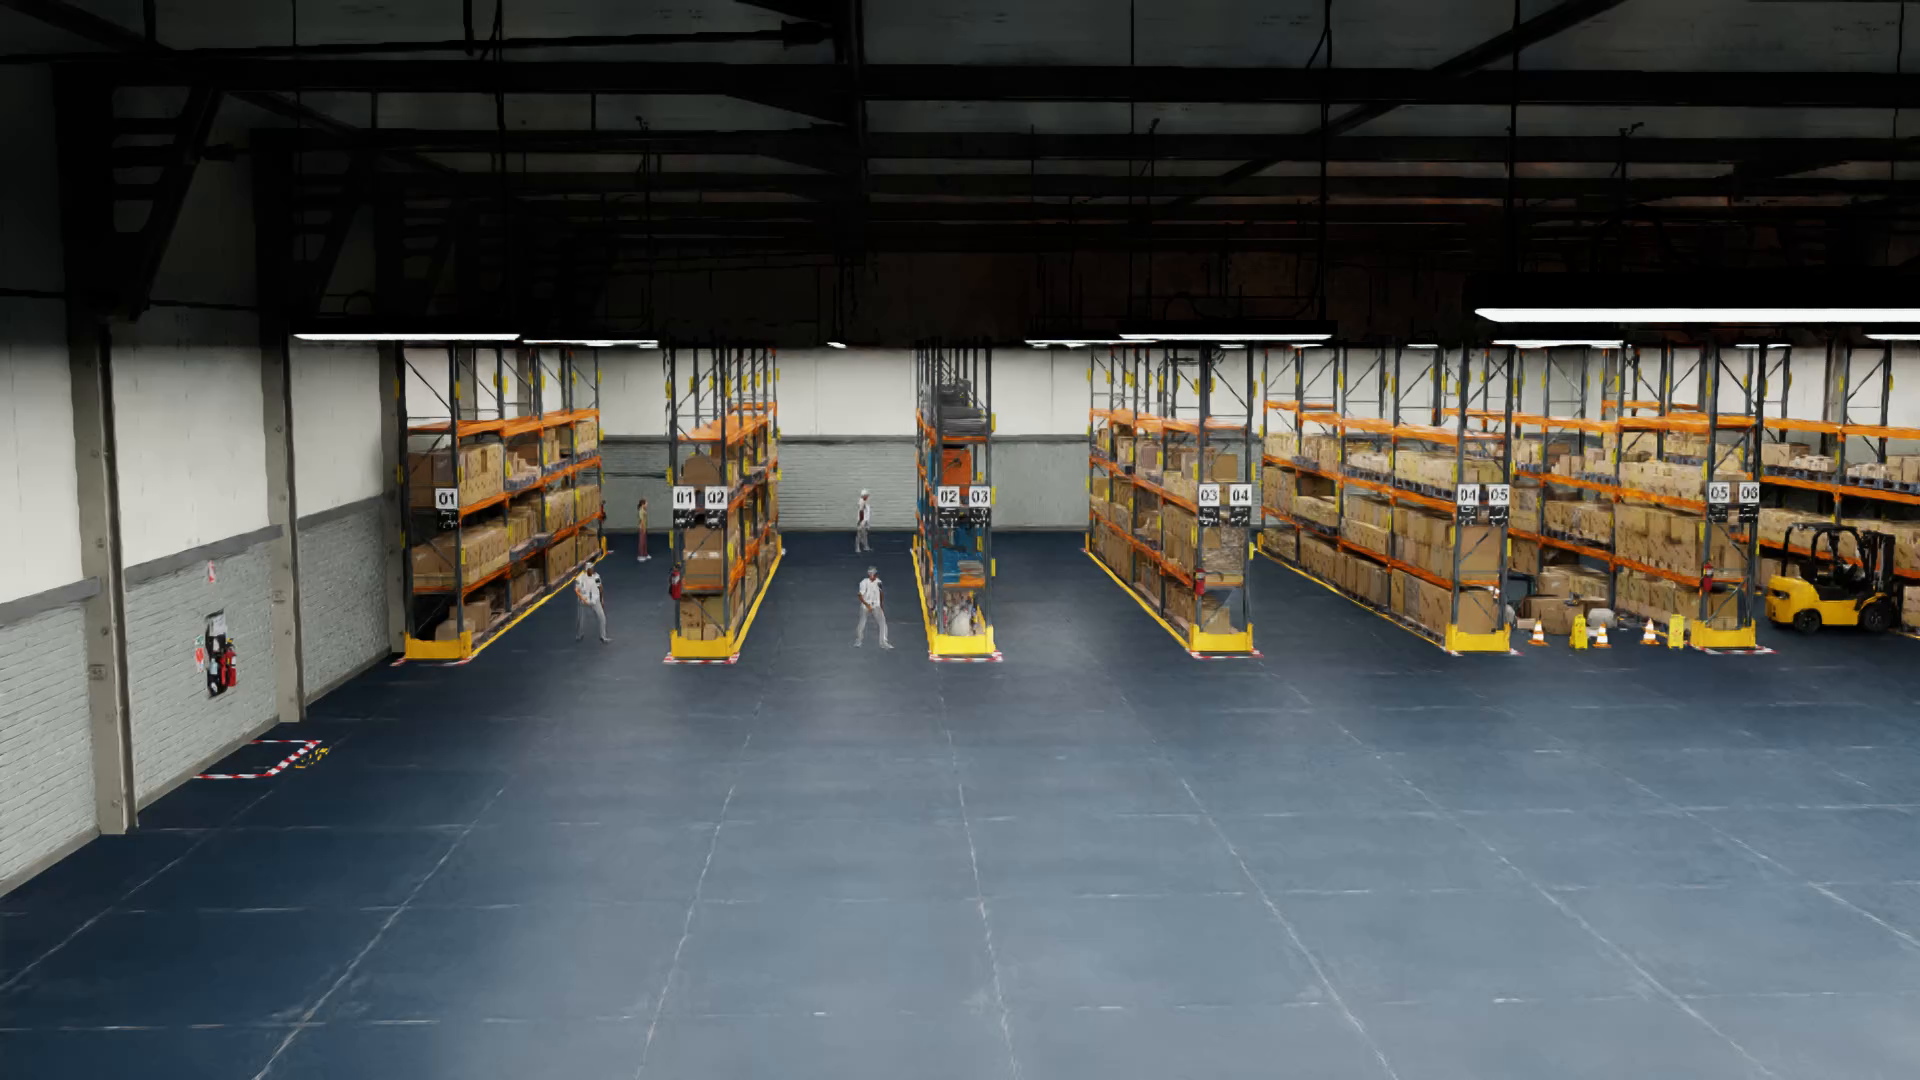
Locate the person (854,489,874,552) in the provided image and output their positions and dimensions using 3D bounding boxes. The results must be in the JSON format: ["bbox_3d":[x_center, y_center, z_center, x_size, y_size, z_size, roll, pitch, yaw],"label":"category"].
[{"bbox_3d":[-2.790,-0.565,47.476,0.428,1.773,0.647,1,7,4],"label":"person"}]

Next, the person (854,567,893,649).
[{"bbox_3d":[-1.700,1.279,32.061,0.621,1.606,0.827,-2,7,-20],"label":"person"}]

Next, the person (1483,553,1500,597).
[{"bbox_3d":[12.154,0.493,38.080,0.471,1.796,0.625,-4,8,-30],"label":"person"}]

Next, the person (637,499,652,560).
[{"bbox_3d":[-8.675,-0.296,45.592,0.381,1.662,0.595,-1,7,-7],"label":"person"}]

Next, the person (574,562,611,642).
[{"bbox_3d":[-7.291,1.200,32.812,0.653,1.595,0.809,-3,7,-21],"label":"person"}]
